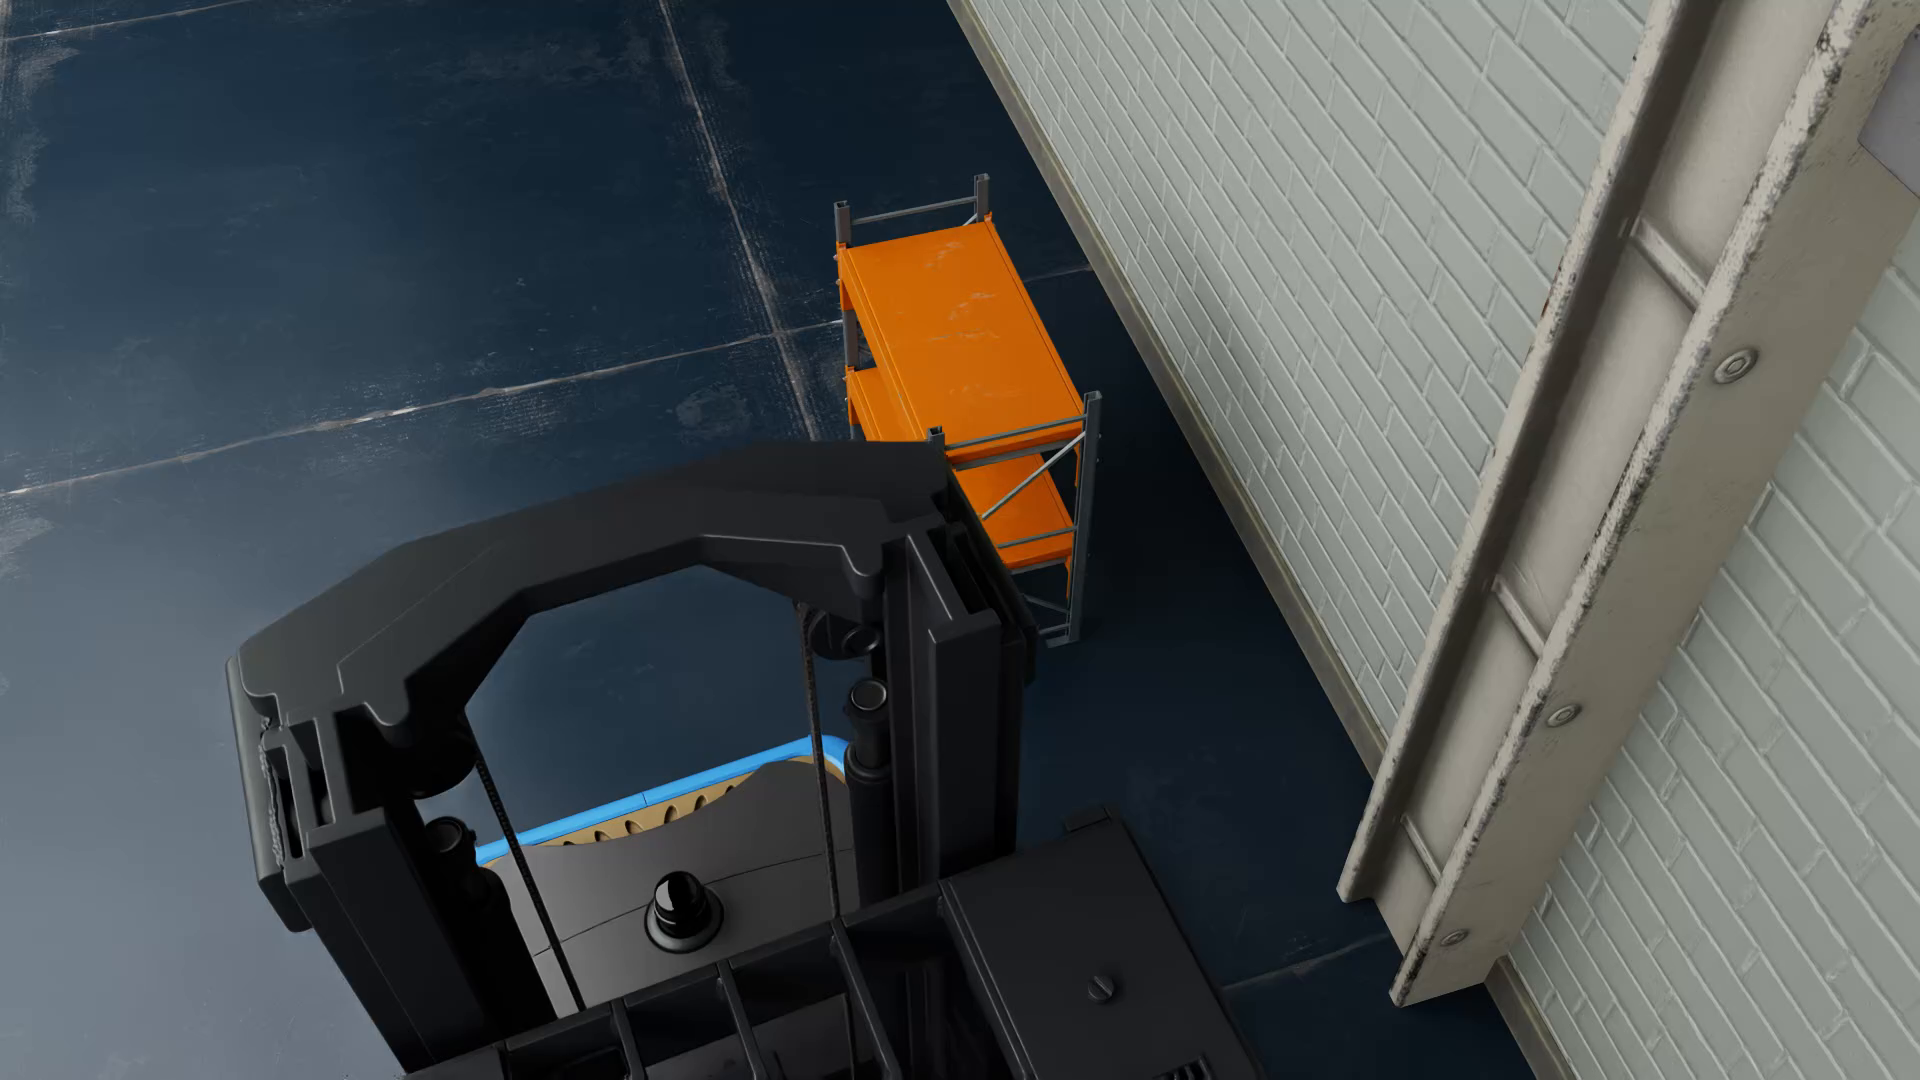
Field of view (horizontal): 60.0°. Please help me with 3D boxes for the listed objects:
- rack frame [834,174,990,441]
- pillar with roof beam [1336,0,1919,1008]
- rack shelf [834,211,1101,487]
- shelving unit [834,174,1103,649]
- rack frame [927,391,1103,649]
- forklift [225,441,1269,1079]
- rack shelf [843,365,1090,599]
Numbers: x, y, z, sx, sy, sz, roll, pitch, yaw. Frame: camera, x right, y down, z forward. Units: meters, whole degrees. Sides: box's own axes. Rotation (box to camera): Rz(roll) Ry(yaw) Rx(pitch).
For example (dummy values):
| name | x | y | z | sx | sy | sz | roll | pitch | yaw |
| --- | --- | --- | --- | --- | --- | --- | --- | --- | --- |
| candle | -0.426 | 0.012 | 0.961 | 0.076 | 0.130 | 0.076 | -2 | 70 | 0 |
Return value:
| name | x | y | z | sx | sy | sz | roll | pitch | yaw |
| --- | --- | --- | --- | --- | --- | --- | --- | --- | --- |
| rack frame | -0.148 | -0.729 | 5.629 | 0.500 | 1.125 | 0.032 | -13 | 51 | -11 |
| pillar with roof beam | -2.803 | -0.798 | 0.537 | 9.100 | 9.000 | 0.400 | -13 | 51 | -11 |
| rack shelf | 0.002 | -0.546 | 5.092 | 0.538 | 0.278 | 1.000 | -13 | 51 | -11 |
| shelving unit | 0.002 | -0.358 | 5.316 | 0.538 | 1.125 | 1.048 | -13 | 51 | -11 |
| rack frame | 0.152 | 0.014 | 5.003 | 0.500 | 1.125 | 0.032 | -13 | 51 | -11 |
| forklift | -0.177 | 1.378 | 2.671 | 1.130 | 2.935 | 3.031 | -17 | 52 | -14 |
| rack shelf | 0.002 | -0.200 | 5.503 | 0.538 | 0.278 | 1.000 | -13 | 51 | -11 |
